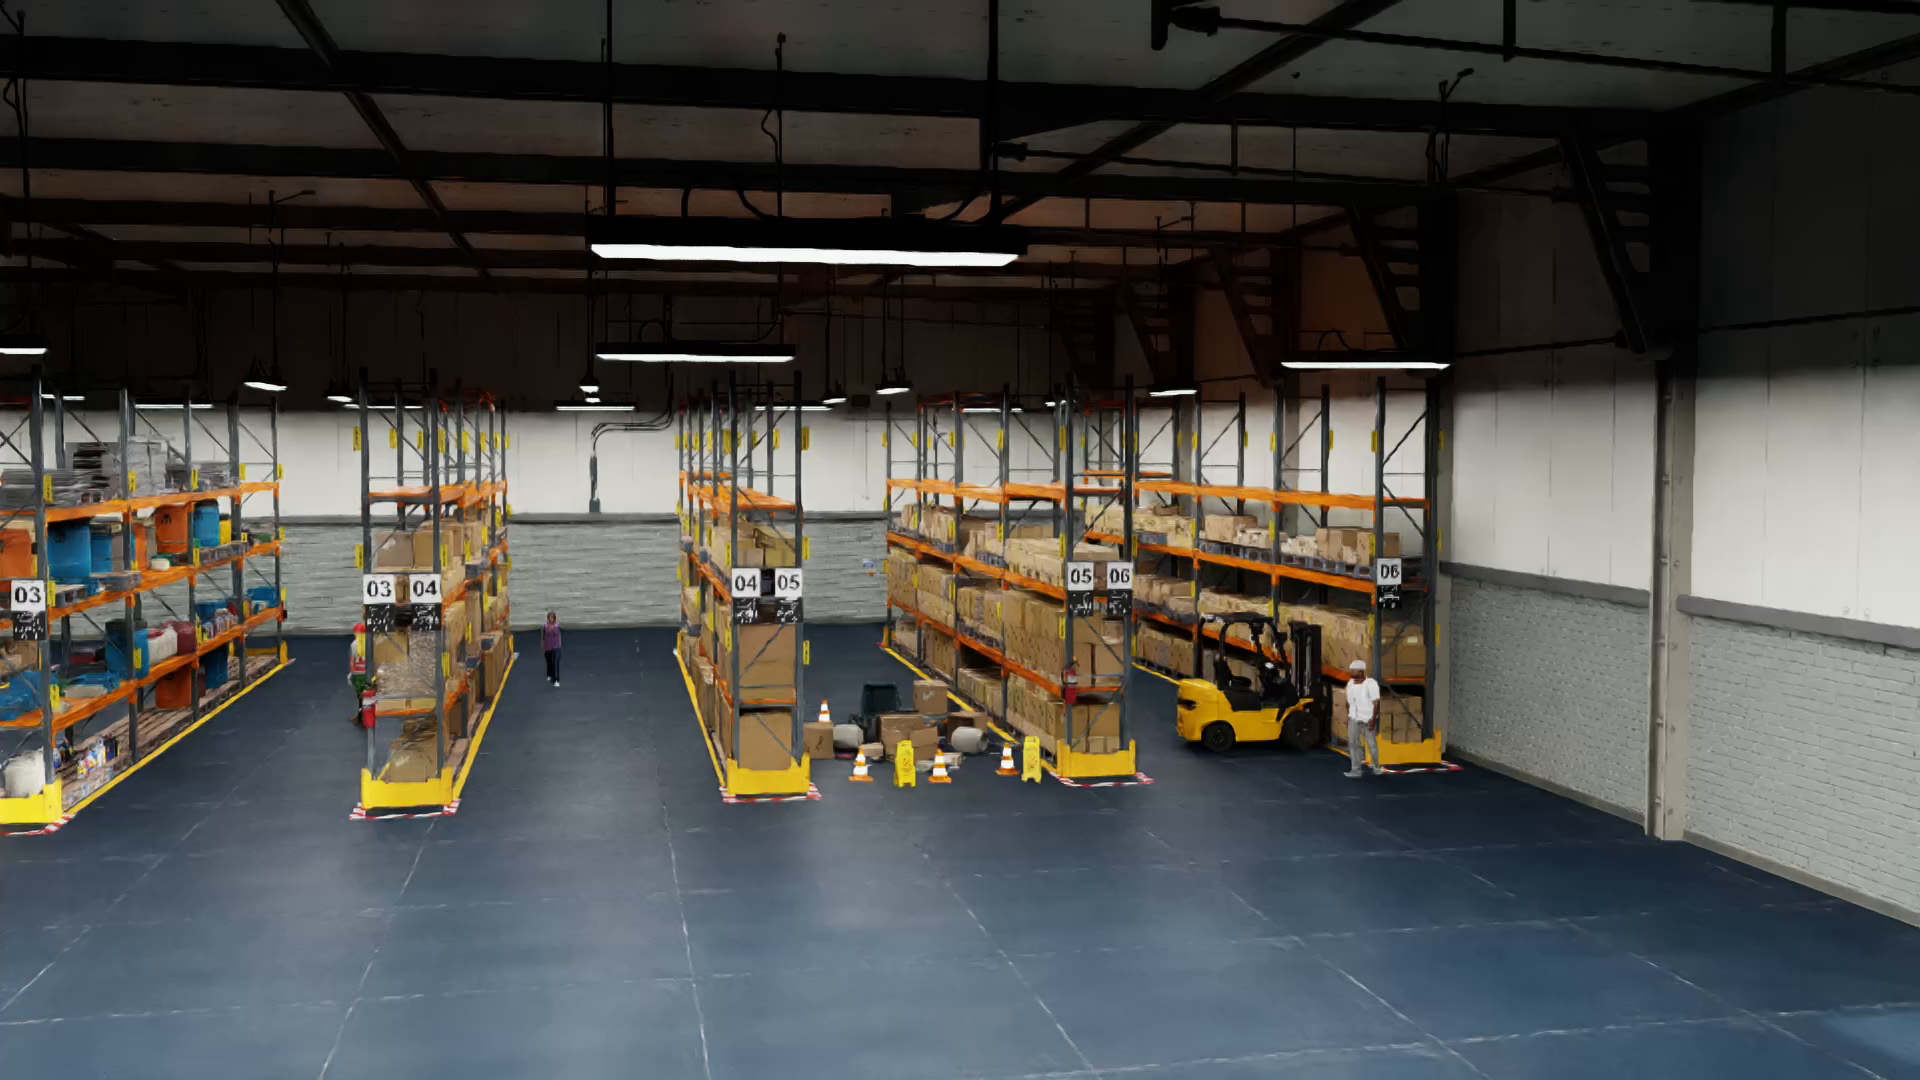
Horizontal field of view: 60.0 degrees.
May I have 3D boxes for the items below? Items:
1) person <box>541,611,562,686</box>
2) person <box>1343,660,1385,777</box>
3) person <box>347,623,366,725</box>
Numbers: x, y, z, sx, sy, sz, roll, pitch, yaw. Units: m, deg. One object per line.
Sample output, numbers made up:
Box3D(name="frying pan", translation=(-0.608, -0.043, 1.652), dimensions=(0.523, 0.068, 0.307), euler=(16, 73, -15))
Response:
Box3D(name="person", translation=(-8.372, 2.202, 34.065), dimensions=(0.417, 1.517, 1.037), euler=(-1, 3, -10))
Box3D(name="person", translation=(6.012, 2.657, 24.806), dimensions=(0.614, 1.762, 0.594), euler=(-3, 5, -44))
Box3D(name="person", translation=(-10.599, 2.348, 29.356), dimensions=(0.583, 1.786, 0.658), euler=(1, 3, 12))
